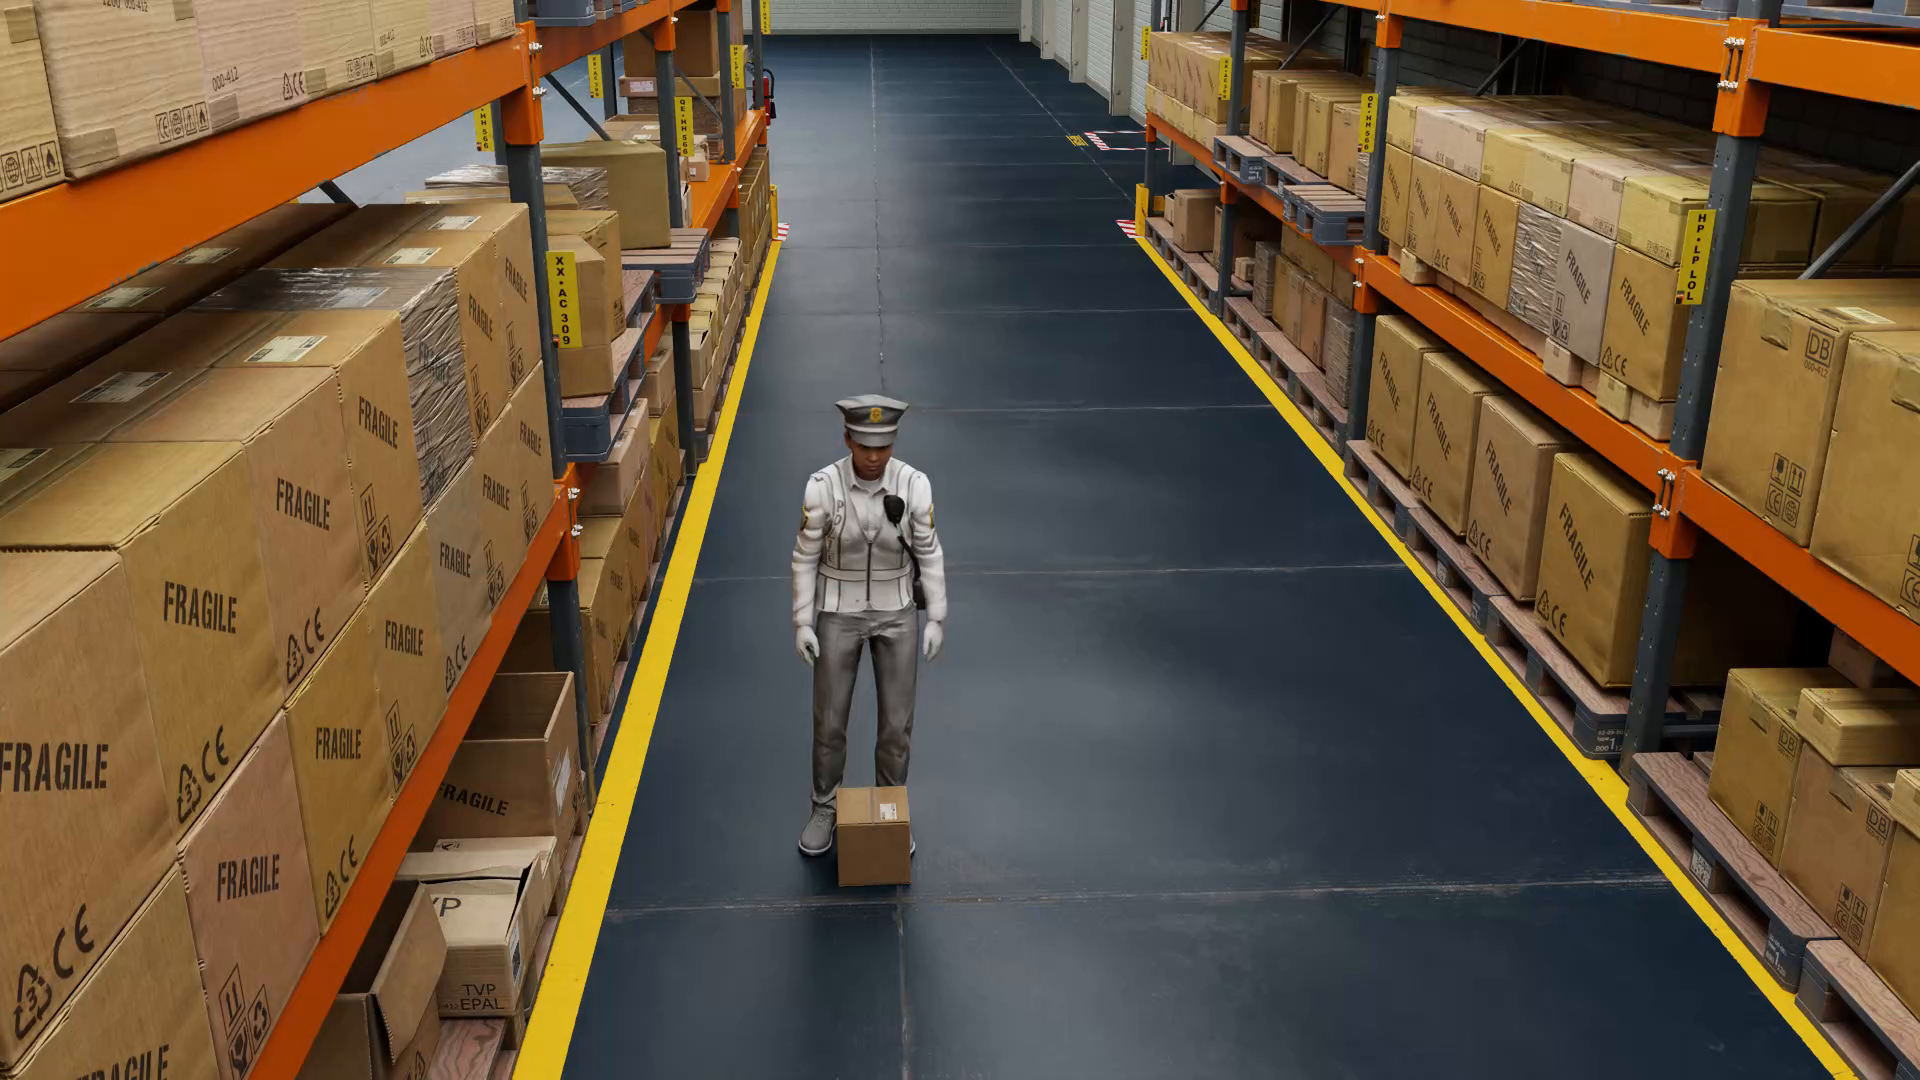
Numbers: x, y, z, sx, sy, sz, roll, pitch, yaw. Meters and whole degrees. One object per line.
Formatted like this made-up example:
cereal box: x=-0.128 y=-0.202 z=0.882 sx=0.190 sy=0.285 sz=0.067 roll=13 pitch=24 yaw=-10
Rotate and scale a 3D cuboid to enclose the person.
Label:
person: x=-0.315 y=0.295 z=5.779 sx=0.546 sy=1.667 sz=0.407 roll=-2 pitch=21 yaw=-6
